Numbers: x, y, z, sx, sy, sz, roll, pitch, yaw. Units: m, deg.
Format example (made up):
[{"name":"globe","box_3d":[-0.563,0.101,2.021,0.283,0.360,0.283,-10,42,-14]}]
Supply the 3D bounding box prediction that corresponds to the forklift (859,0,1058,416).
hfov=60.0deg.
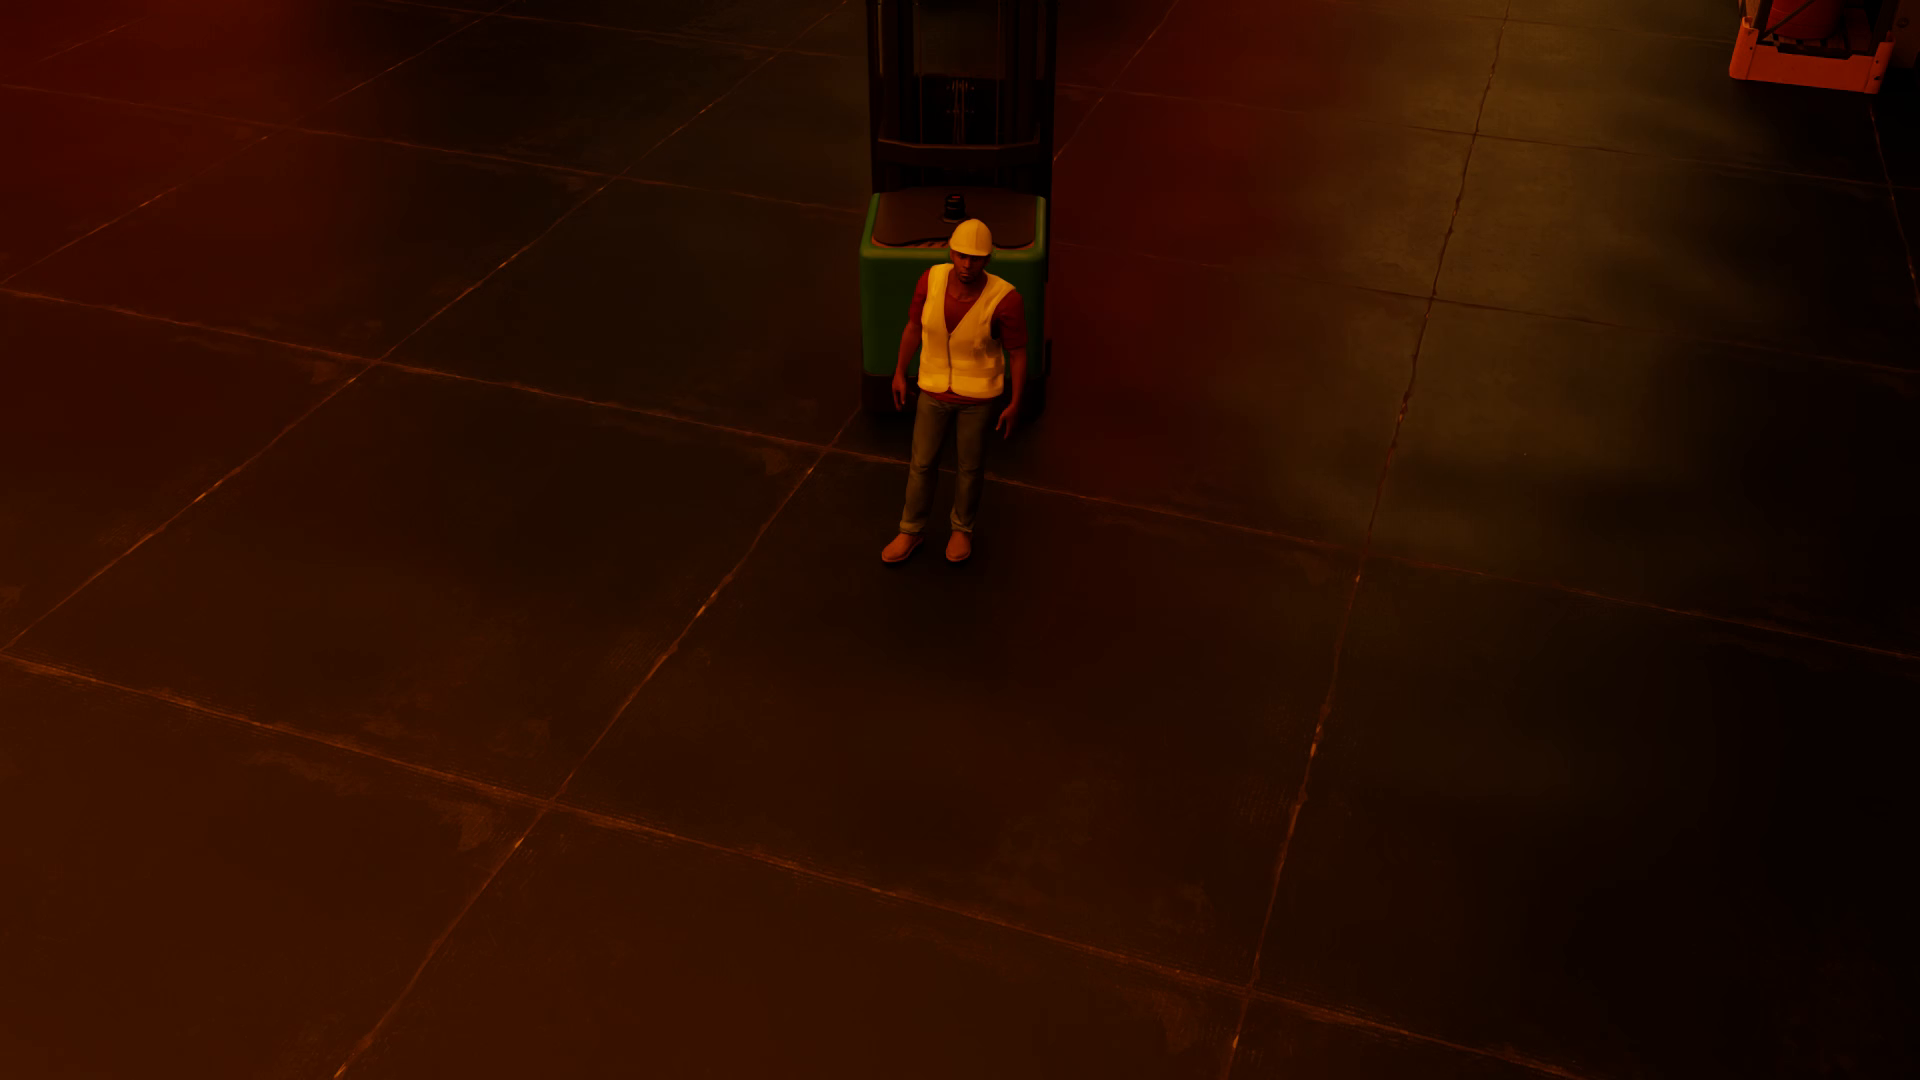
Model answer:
[{"name":"forklift","box_3d":[0.024,-2.734,9.967,1.130,2.935,3.031,2,35,2]}]

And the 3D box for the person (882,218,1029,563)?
[{"name":"person","box_3d":[-0.029,-0.690,8.078,0.665,1.765,0.577,12,37,16]}]
